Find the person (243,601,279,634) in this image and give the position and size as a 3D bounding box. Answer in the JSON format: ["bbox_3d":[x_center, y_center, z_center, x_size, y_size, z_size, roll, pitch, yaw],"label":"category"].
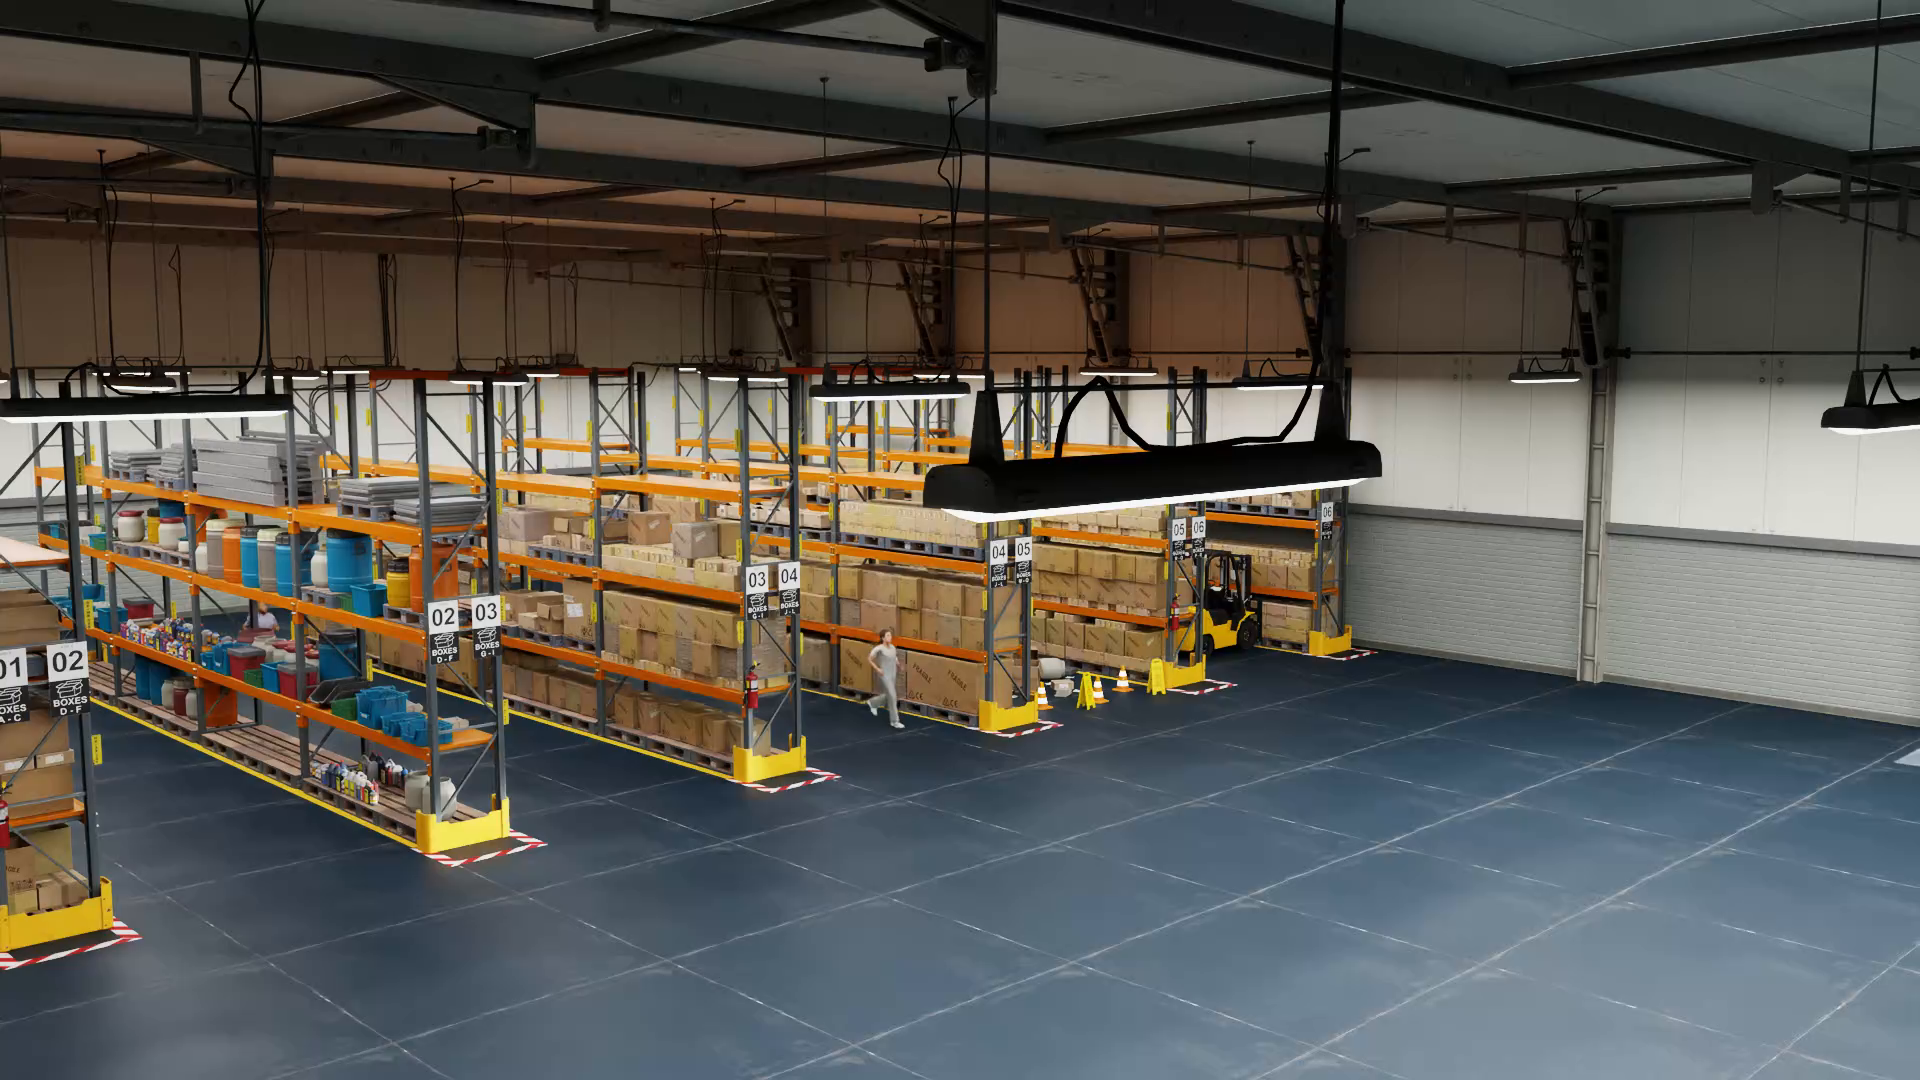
[{"bbox_3d":[-13.205,1.954,31.546,0.912,1.624,0.616,5,8,35],"label":"person"}]

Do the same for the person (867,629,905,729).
[{"bbox_3d":[-1.279,2.335,28.250,0.867,1.666,0.567,5,8,38],"label":"person"}]
